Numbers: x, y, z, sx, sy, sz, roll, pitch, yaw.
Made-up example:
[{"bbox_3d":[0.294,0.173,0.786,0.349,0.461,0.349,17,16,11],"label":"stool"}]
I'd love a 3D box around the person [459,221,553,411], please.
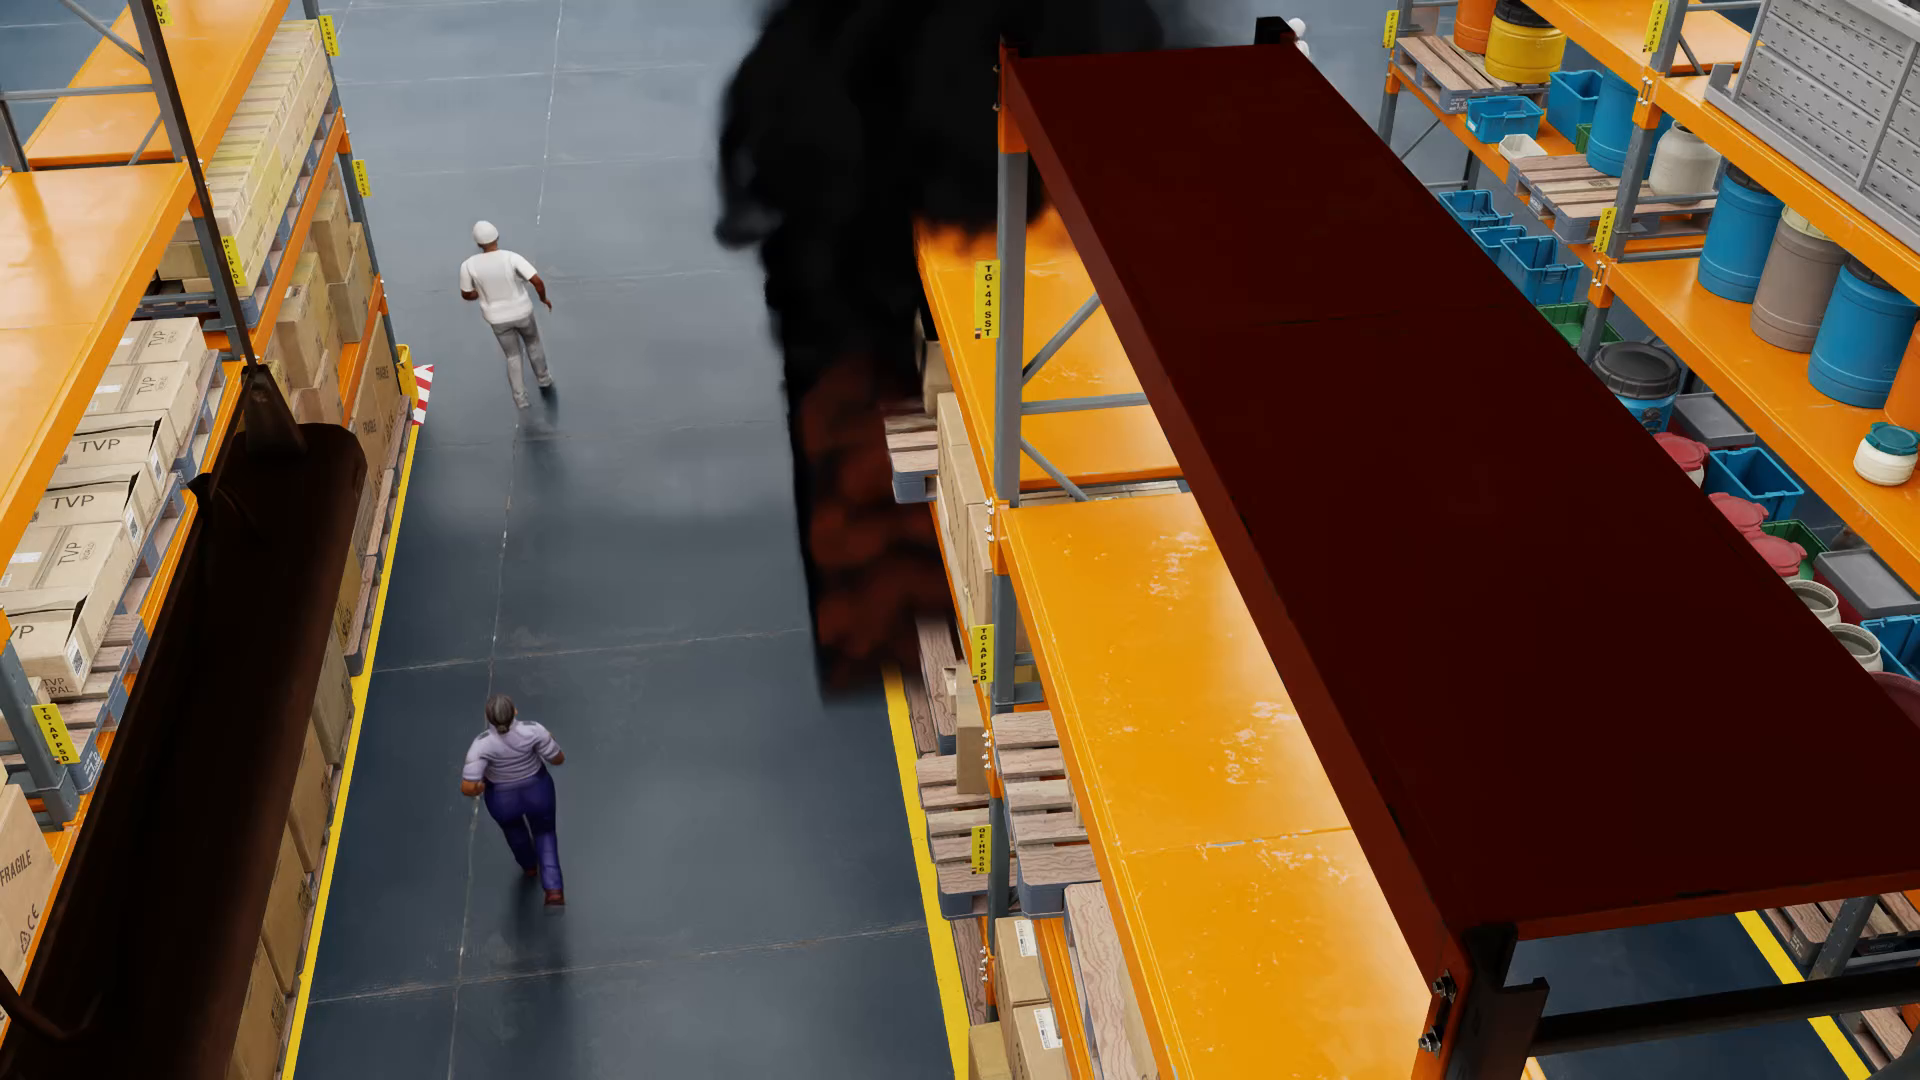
[{"bbox_3d":[-3.966,-1.961,14.637,0.747,1.744,0.889,-8,37,-10],"label":"person"}]

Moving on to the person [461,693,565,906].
[{"bbox_3d":[-2.636,1.557,9.957,0.607,1.639,0.849,-12,38,-16],"label":"person"}]

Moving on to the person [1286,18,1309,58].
[{"bbox_3d":[3.662,-5.044,18.856,0.638,1.733,0.706,14,39,18],"label":"person"}]

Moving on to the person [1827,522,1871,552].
[{"bbox_3d":[6.631,-0.007,12.101,0.508,1.617,0.833,-10,37,-13],"label":"person"}]
